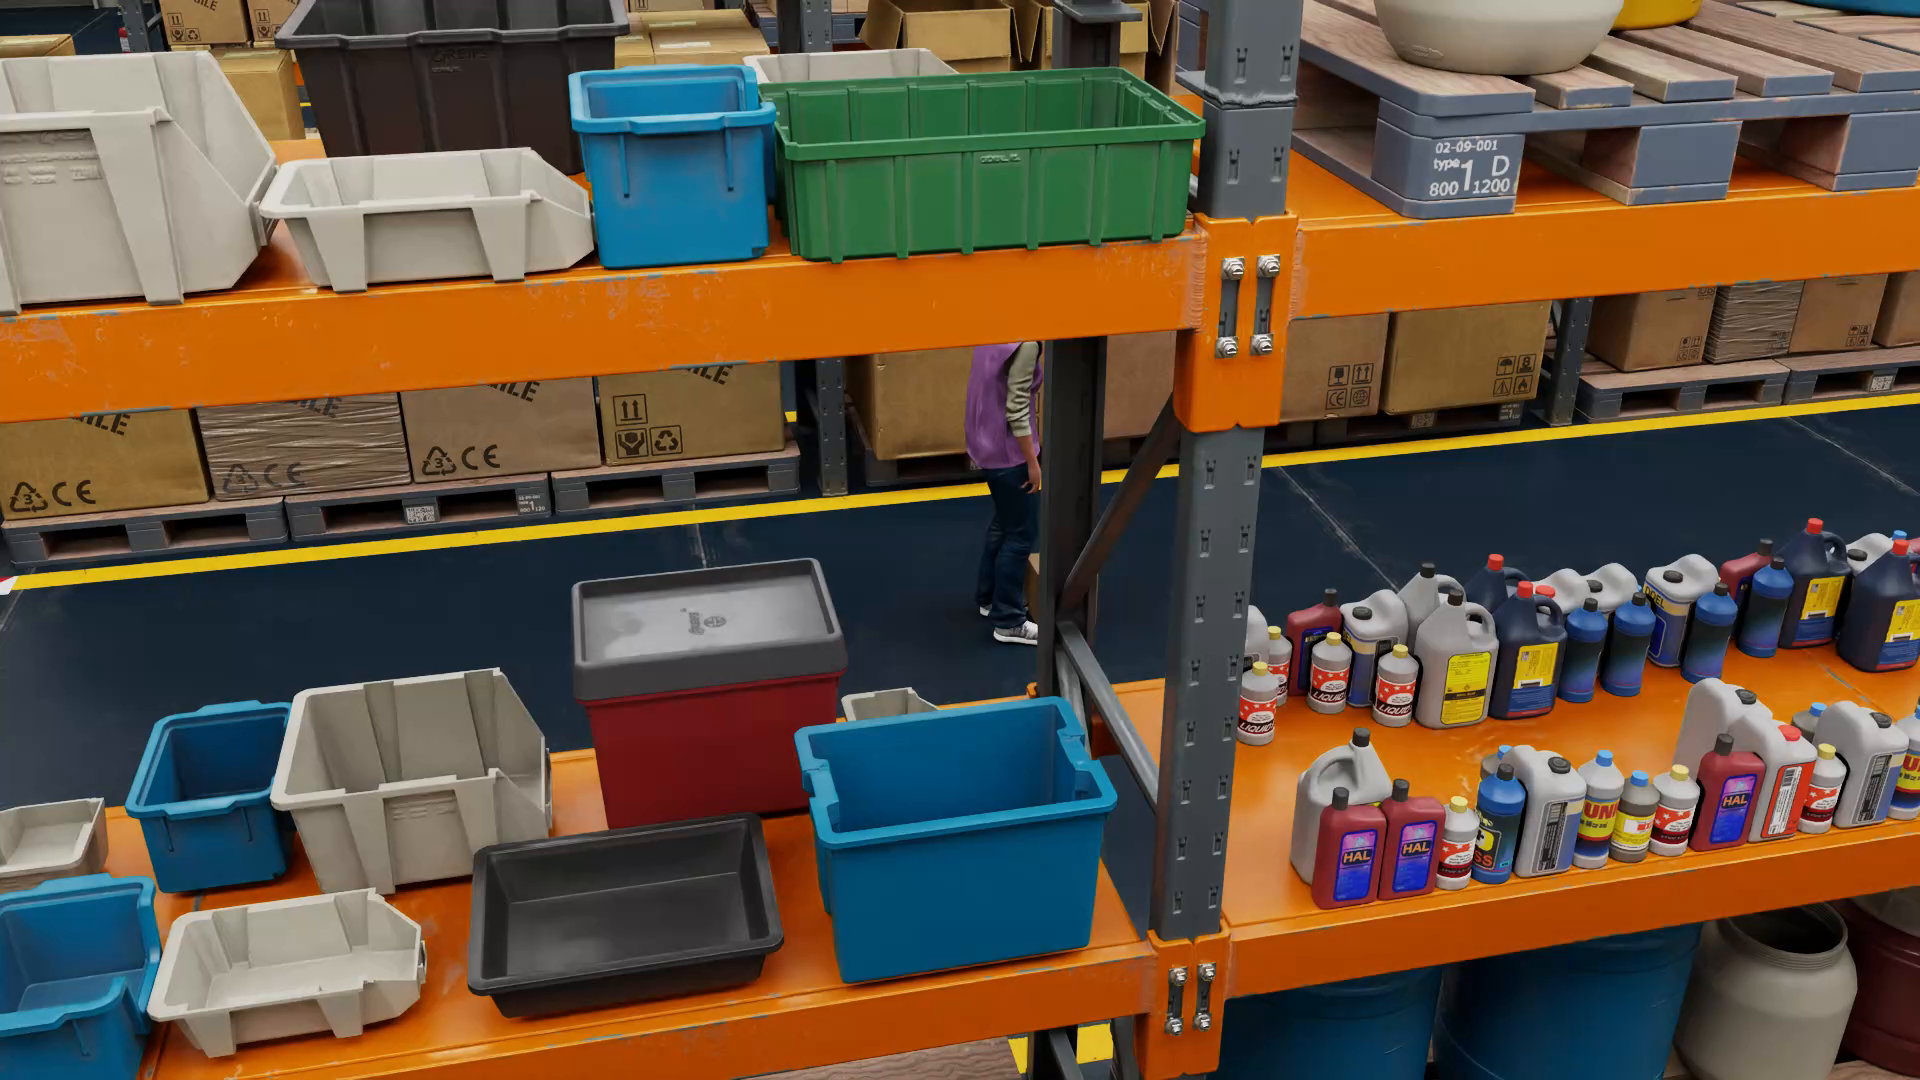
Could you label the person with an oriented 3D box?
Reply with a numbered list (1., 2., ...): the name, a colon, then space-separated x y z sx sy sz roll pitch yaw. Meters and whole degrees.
1. person: 0.206 -0.357 6.825 0.342 1.593 0.485 -8 28 -14
